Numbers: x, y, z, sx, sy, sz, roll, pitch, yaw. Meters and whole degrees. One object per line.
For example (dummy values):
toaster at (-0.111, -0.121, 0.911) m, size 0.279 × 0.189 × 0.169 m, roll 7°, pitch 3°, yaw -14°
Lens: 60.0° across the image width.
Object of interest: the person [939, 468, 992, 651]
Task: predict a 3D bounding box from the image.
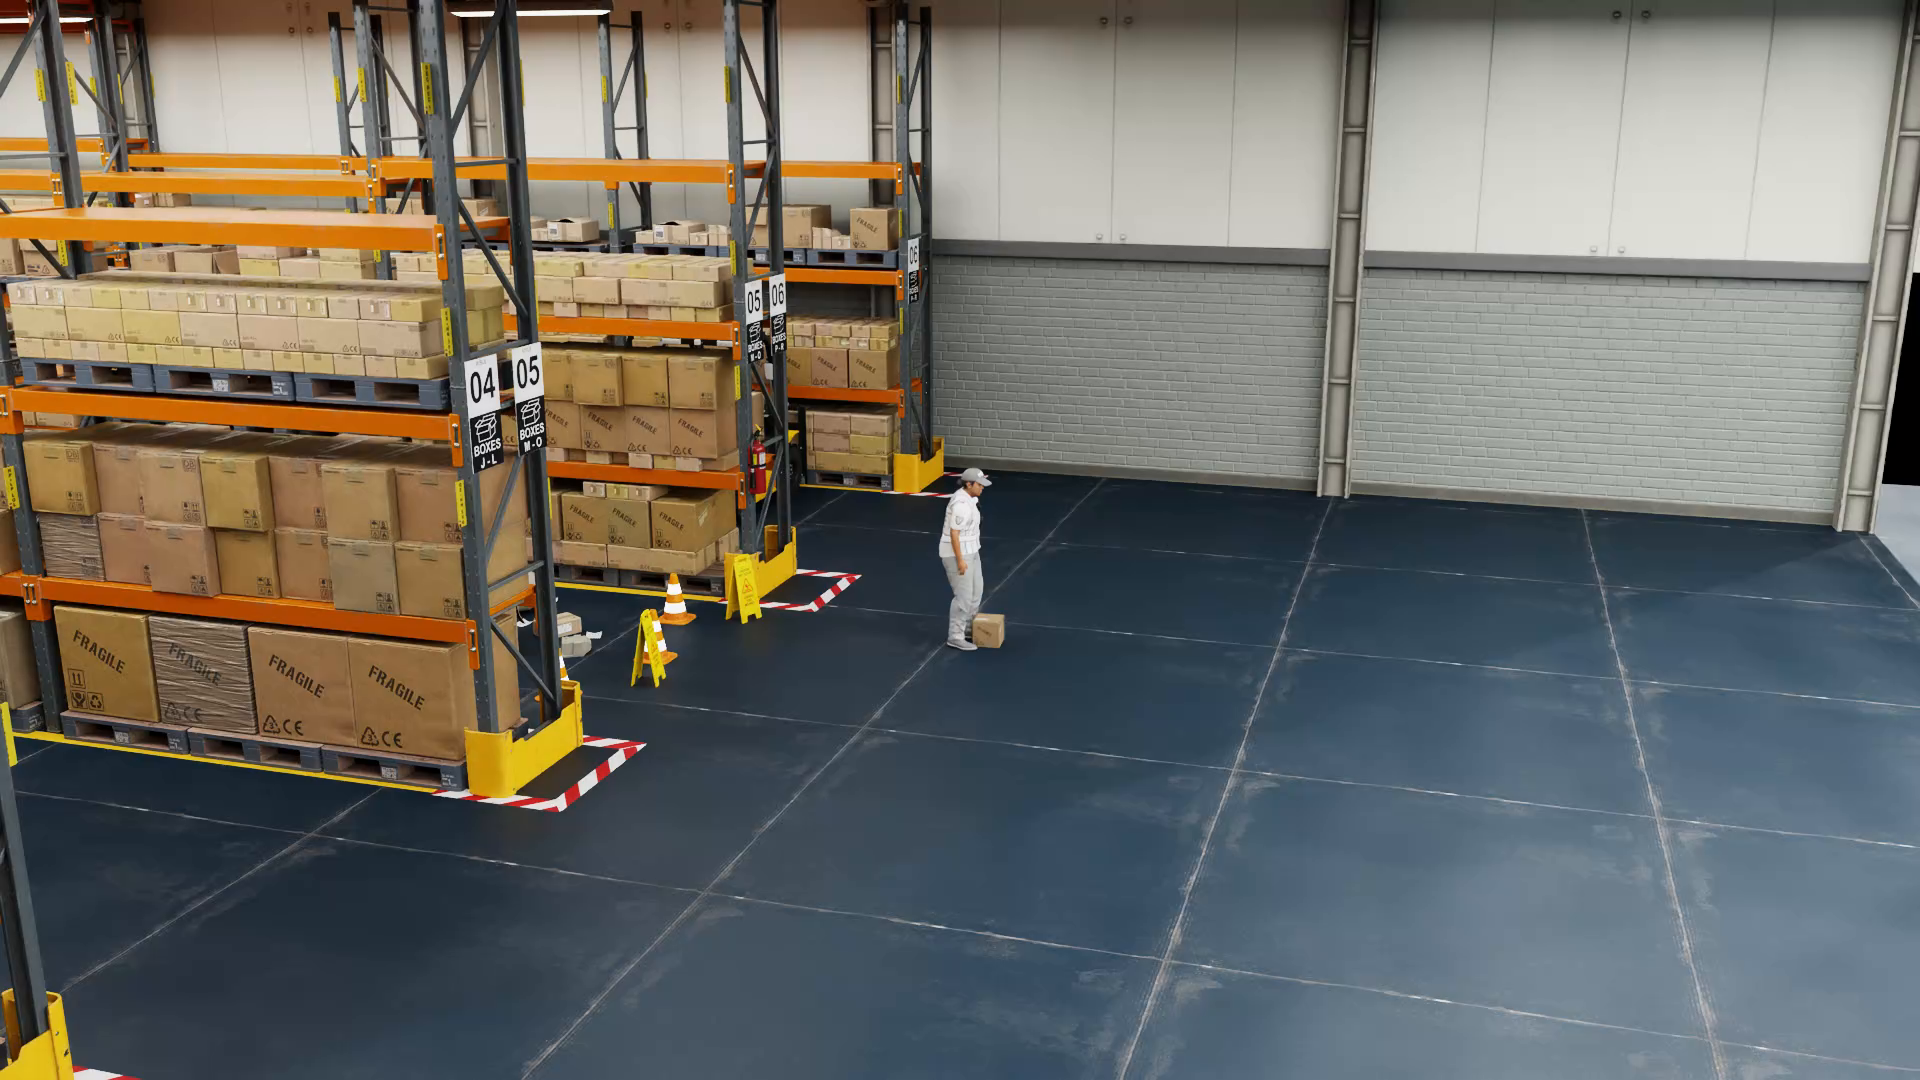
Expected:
person at (0.055, 0.149, 15.394) m, size 0.468 × 1.664 × 0.552 m, roll 4°, pitch 16°, yaw 13°
